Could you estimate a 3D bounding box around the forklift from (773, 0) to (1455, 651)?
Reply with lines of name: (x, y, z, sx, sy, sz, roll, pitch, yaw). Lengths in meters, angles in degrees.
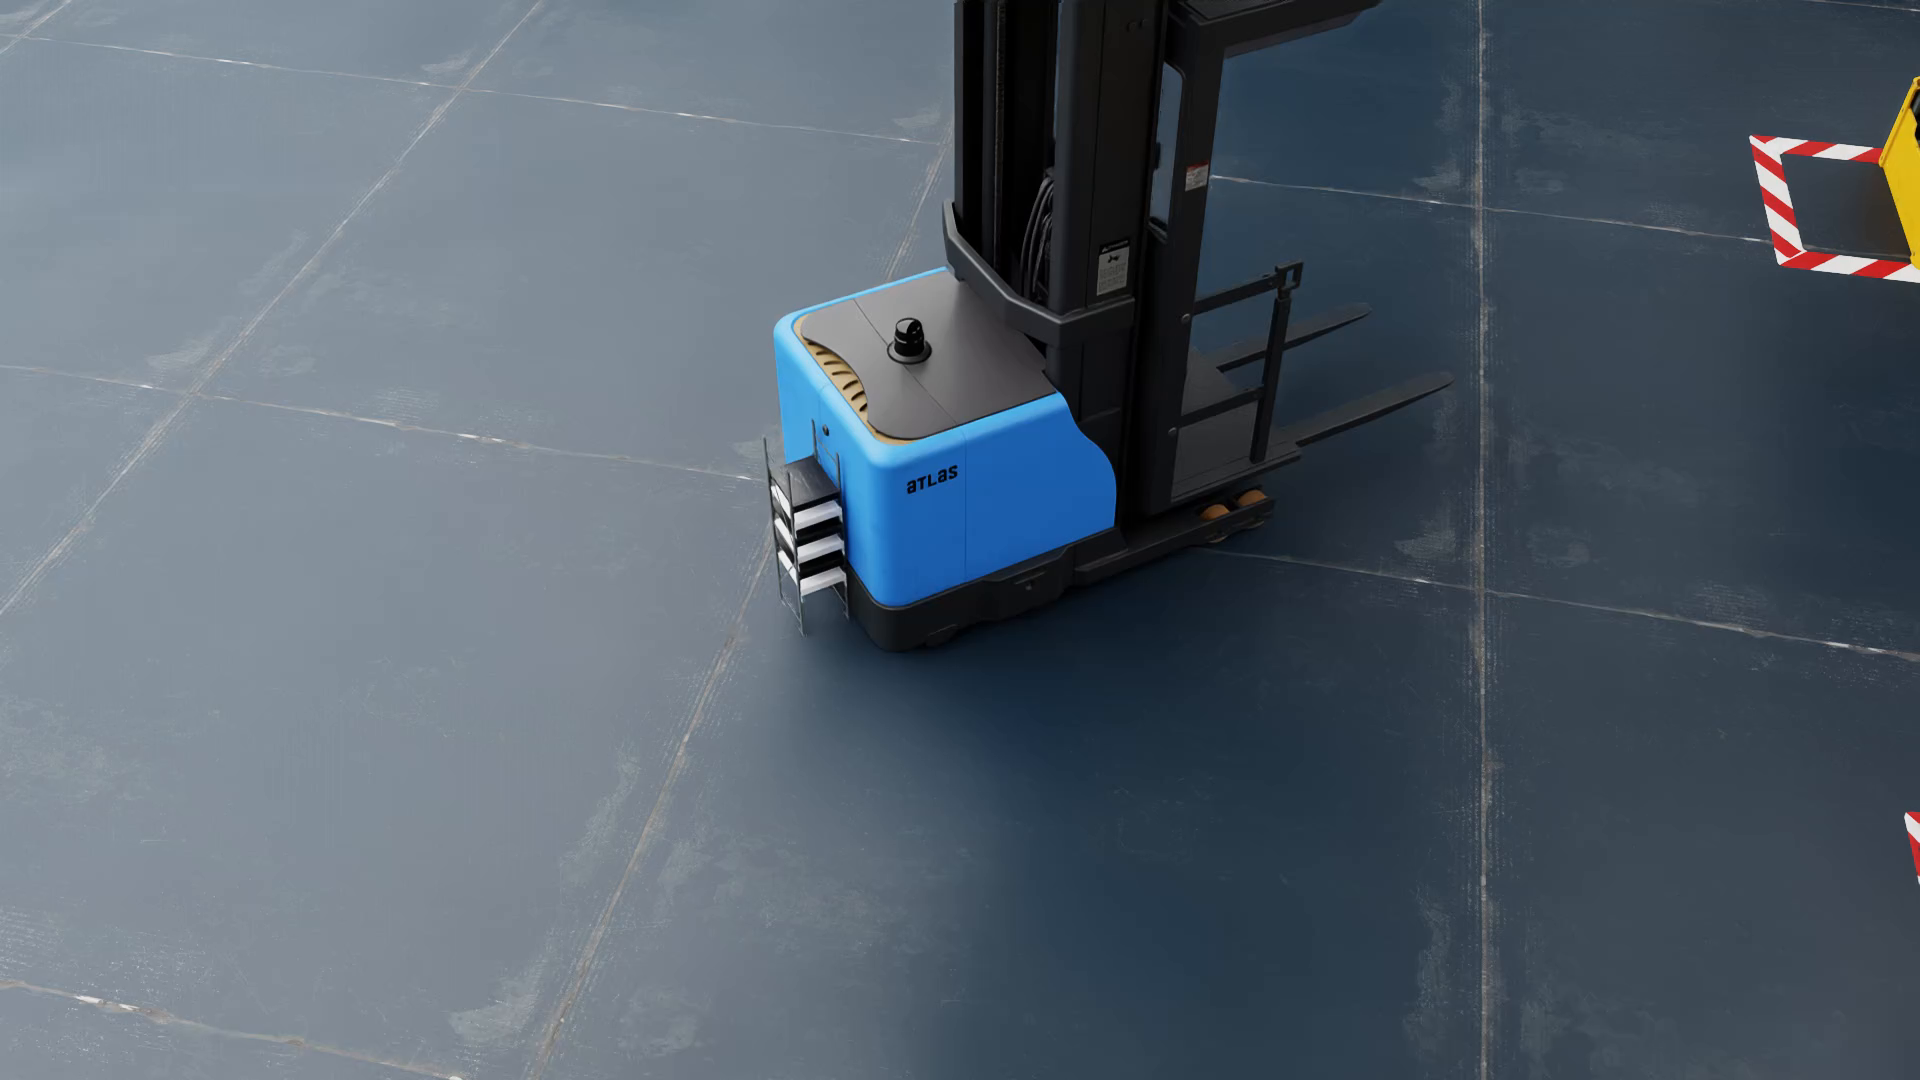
forklift: (0.792, -1.349, 6.498, 3.031, 2.935, 1.130, -20, 47, -20)

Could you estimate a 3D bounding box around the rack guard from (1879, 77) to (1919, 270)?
rack guard: (5.271, -1.951, 8.877, 0.348, 0.500, 1.175, 9, 45, 9)

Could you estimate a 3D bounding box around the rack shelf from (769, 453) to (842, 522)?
rack shelf: (-0.603, -0.205, 6.433, 0.200, 0.077, 0.258, -20, 47, -20)

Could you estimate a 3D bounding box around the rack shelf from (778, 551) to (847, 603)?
rack shelf: (-0.603, 0.119, 6.745, 0.200, 0.077, 0.258, -20, 47, -20)

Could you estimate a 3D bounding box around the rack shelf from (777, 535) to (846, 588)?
rack shelf: (-0.603, 0.054, 6.683, 0.200, 0.077, 0.258, -20, 47, -20)

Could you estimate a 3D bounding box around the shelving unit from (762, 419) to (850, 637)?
shelving unit: (-0.603, -0.035, 6.597, 0.210, 0.900, 0.258, -20, 47, -20)

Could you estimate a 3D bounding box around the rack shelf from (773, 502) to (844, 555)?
rack shelf: (-0.603, -0.075, 6.558, 0.200, 0.077, 0.258, -20, 47, -20)

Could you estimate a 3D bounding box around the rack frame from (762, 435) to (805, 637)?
rack frame: (-0.693, -0.001, 6.563, 0.006, 0.900, 0.240, -20, 47, -20)

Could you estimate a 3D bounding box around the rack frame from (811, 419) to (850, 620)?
rack frame: (-0.513, -0.068, 6.632, 0.006, 0.900, 0.240, -20, 47, -20)

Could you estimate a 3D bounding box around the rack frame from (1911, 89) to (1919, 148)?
rack frame: (5.197, -2.863, 8.022, 0.127, 3.000, 1.000, 9, 45, 9)

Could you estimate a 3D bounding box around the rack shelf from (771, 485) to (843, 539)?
rack shelf: (-0.603, -0.140, 6.495, 0.200, 0.077, 0.258, -20, 47, -20)

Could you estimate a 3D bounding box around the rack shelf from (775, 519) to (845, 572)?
rack shelf: (-0.603, -0.011, 6.620, 0.200, 0.077, 0.258, -20, 47, -20)
